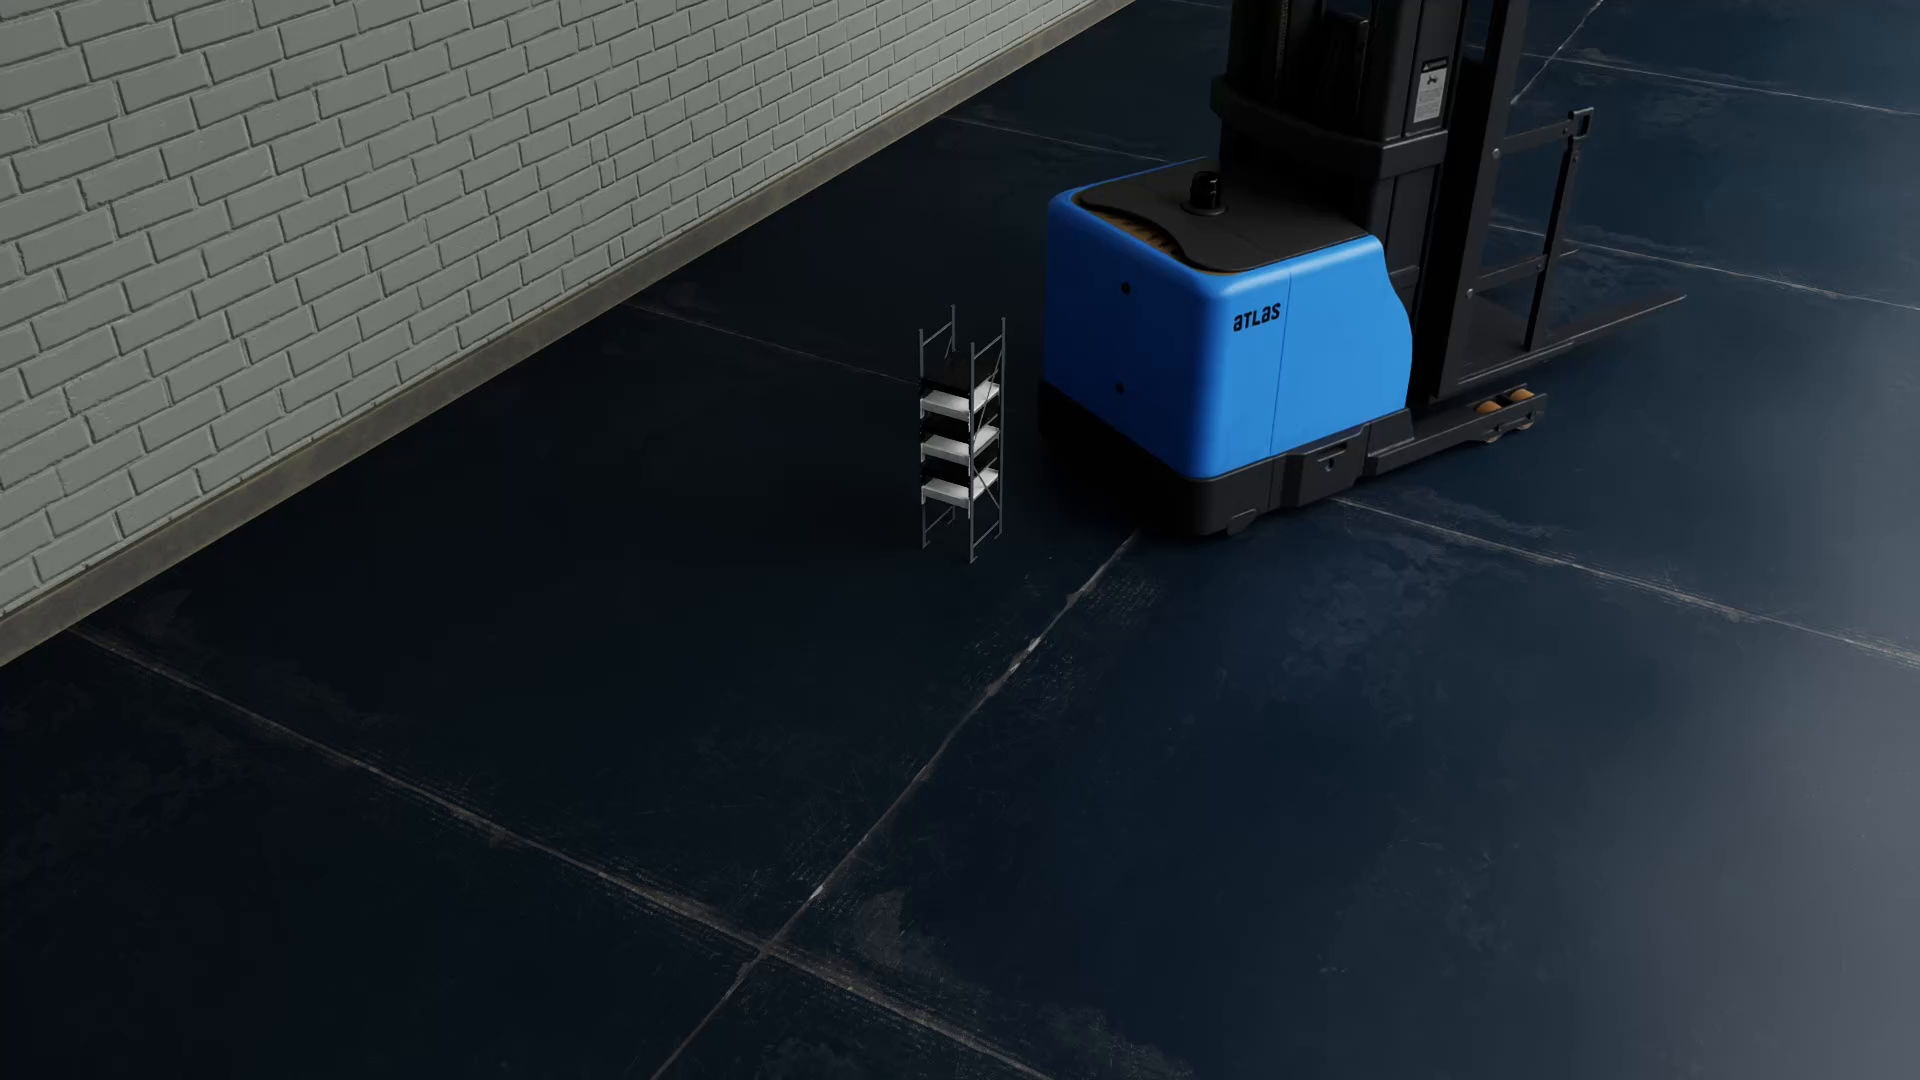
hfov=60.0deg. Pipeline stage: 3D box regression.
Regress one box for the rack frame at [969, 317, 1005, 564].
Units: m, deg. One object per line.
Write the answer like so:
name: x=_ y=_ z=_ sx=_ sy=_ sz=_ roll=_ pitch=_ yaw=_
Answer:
rack frame: x=0.095 y=-0.344 z=5.955 sx=0.006 sy=0.900 sz=0.240 roll=18 pitch=37 yaw=24

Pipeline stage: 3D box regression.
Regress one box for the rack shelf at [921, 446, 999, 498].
rack shelf: x=0.007 y=-0.270 z=6.066 sx=0.200 sy=0.077 sz=0.258 roll=18 pitch=37 yaw=24

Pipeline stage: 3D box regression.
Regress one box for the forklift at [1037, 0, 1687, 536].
forklift: x=1.834 y=-1.848 z=6.381 sx=3.031 sy=2.935 sz=1.130 roll=-20 pitch=38 yaw=-27

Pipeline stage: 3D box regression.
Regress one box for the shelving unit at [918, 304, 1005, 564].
shelving unit: x=0.007 y=-0.372 z=5.997 sx=0.210 sy=0.900 sz=0.258 roll=18 pitch=37 yaw=24

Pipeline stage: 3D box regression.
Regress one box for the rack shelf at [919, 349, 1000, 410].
rack shelf: x=0.007 y=-0.569 z=5.866 sx=0.200 sy=0.077 sz=0.258 roll=18 pitch=37 yaw=24

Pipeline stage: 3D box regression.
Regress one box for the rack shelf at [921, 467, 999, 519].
rack shelf: x=0.007 y=-0.195 z=6.115 sx=0.200 sy=0.077 sz=0.258 roll=18 pitch=37 yaw=24

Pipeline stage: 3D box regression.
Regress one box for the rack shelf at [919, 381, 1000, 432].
rack shelf: x=0.007 y=-0.494 z=5.916 sx=0.200 sy=0.077 sz=0.258 roll=18 pitch=37 yaw=24

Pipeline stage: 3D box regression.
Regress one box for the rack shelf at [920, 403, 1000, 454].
rack shelf: x=0.007 y=-0.419 z=5.966 sx=0.200 sy=0.077 sz=0.258 roll=18 pitch=37 yaw=24

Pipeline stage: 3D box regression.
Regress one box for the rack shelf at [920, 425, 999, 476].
rack shelf: x=0.007 y=-0.345 z=6.016 sx=0.200 sy=0.077 sz=0.258 roll=18 pitch=37 yaw=24

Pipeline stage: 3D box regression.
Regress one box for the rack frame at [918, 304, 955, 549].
rack frame: x=-0.081 y=-0.400 z=6.039 sx=0.006 sy=0.900 sz=0.240 roll=18 pitch=37 yaw=24
